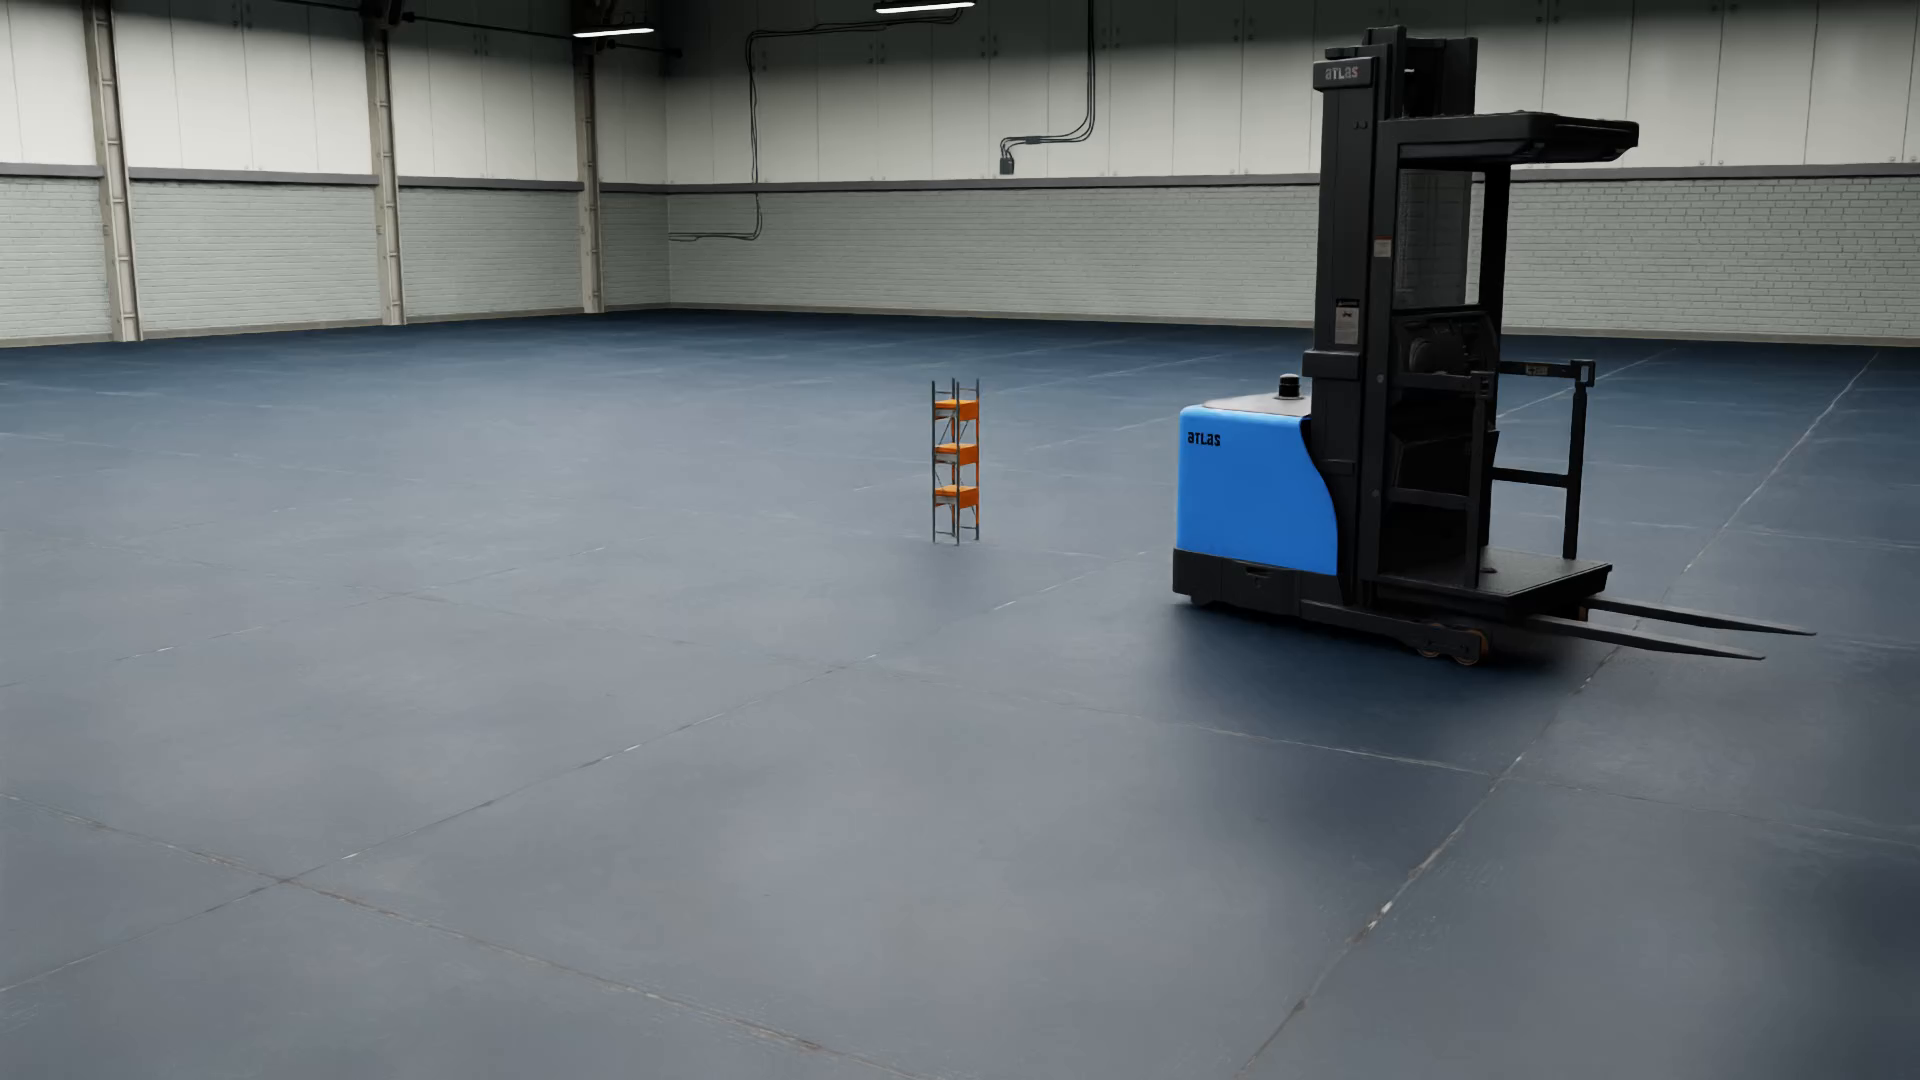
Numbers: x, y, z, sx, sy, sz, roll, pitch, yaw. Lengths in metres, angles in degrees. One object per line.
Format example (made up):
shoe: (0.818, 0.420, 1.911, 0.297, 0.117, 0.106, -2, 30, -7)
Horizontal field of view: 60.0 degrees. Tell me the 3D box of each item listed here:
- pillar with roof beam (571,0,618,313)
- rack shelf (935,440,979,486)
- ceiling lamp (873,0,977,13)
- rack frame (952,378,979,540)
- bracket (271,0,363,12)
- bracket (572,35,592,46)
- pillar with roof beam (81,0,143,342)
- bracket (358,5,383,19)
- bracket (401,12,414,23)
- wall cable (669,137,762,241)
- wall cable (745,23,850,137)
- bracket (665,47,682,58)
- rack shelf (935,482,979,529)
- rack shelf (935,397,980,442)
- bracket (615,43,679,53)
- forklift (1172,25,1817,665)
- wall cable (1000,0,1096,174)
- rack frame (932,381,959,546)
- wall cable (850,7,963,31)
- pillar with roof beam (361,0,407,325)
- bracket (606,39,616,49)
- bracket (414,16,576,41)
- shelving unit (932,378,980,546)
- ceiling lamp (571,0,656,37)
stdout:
pillar with roof beam: (-5.191, -9.517, 37.247, 9.100, 9.000, 0.548, 6, 12, 31)
rack shelf: (-0.028, -0.497, 10.729, 0.215, 0.259, 0.240, 6, 12, 31)
ceiling lamp: (-0.502, -11.030, 29.466, 2.000, 3.185, 0.800, 6, 12, 31)
rack frame: (0.036, -0.527, 10.830, 0.200, 1.050, 0.008, 6, 12, 31)
bracket: (-13.235, -10.249, 31.378, 0.076, 0.066, 4.783, 6, 12, 31)
bracket: (-8.783, -11.598, 38.583, 0.235, 0.232, 0.430, 6, 12, 31)
pillar with roof beam: (-11.421, -7.629, 27.167, 9.100, 9.000, 0.400, 6, 12, 31)
bracket: (-11.898, -10.654, 33.543, 0.235, 0.232, 0.430, 6, 12, 31)
bracket: (-11.467, -10.785, 34.240, 0.235, 0.232, 0.430, 6, 12, 31)
wall cable: (-6.211, -8.739, 41.530, 3.097, 2.526, 0.112, 6, 12, 31)
wall cable: (-3.899, -10.963, 39.685, 3.097, 2.526, 0.112, 6, 12, 31)
bracket: (-7.121, -12.101, 41.271, 0.235, 0.232, 0.430, 6, 12, 31)
rack shelf: (-0.028, -0.224, 10.780, 0.215, 0.259, 0.240, 6, 12, 31)
rack shelf: (-0.028, -0.776, 10.677, 0.215, 0.259, 0.240, 6, 12, 31)
bracket: (-7.428, -12.008, 40.775, 0.076, 0.066, 3.189, 6, 12, 31)
forklift: (2.542, -0.964, 8.051, 1.130, 2.935, 3.031, -10, 15, -43)
wall cable: (1.895, -11.027, 36.073, 2.305, 6.003, 0.169, 6, 12, 31)
rack frame: (-0.091, -0.488, 10.625, 0.200, 1.050, 0.008, 6, 12, 31)
wall cable: (-1.254, -12.903, 37.687, 3.097, 2.526, 0.112, 6, 12, 31)
pillar with roof beam: (-8.306, -8.573, 32.207, 9.100, 9.000, 0.548, 6, 12, 31)
bracket: (-8.352, -11.728, 39.281, 0.235, 0.232, 0.430, 6, 12, 31)
bracket: (-10.120, -11.193, 36.419, 0.076, 0.066, 4.783, 6, 12, 31)
shelving unit: (-0.028, -0.508, 10.727, 0.215, 1.050, 0.252, 6, 12, 31)
ceiling lamp: (-6.818, -11.736, 33.237, 2.000, 3.185, 0.800, 6, 12, 31)
